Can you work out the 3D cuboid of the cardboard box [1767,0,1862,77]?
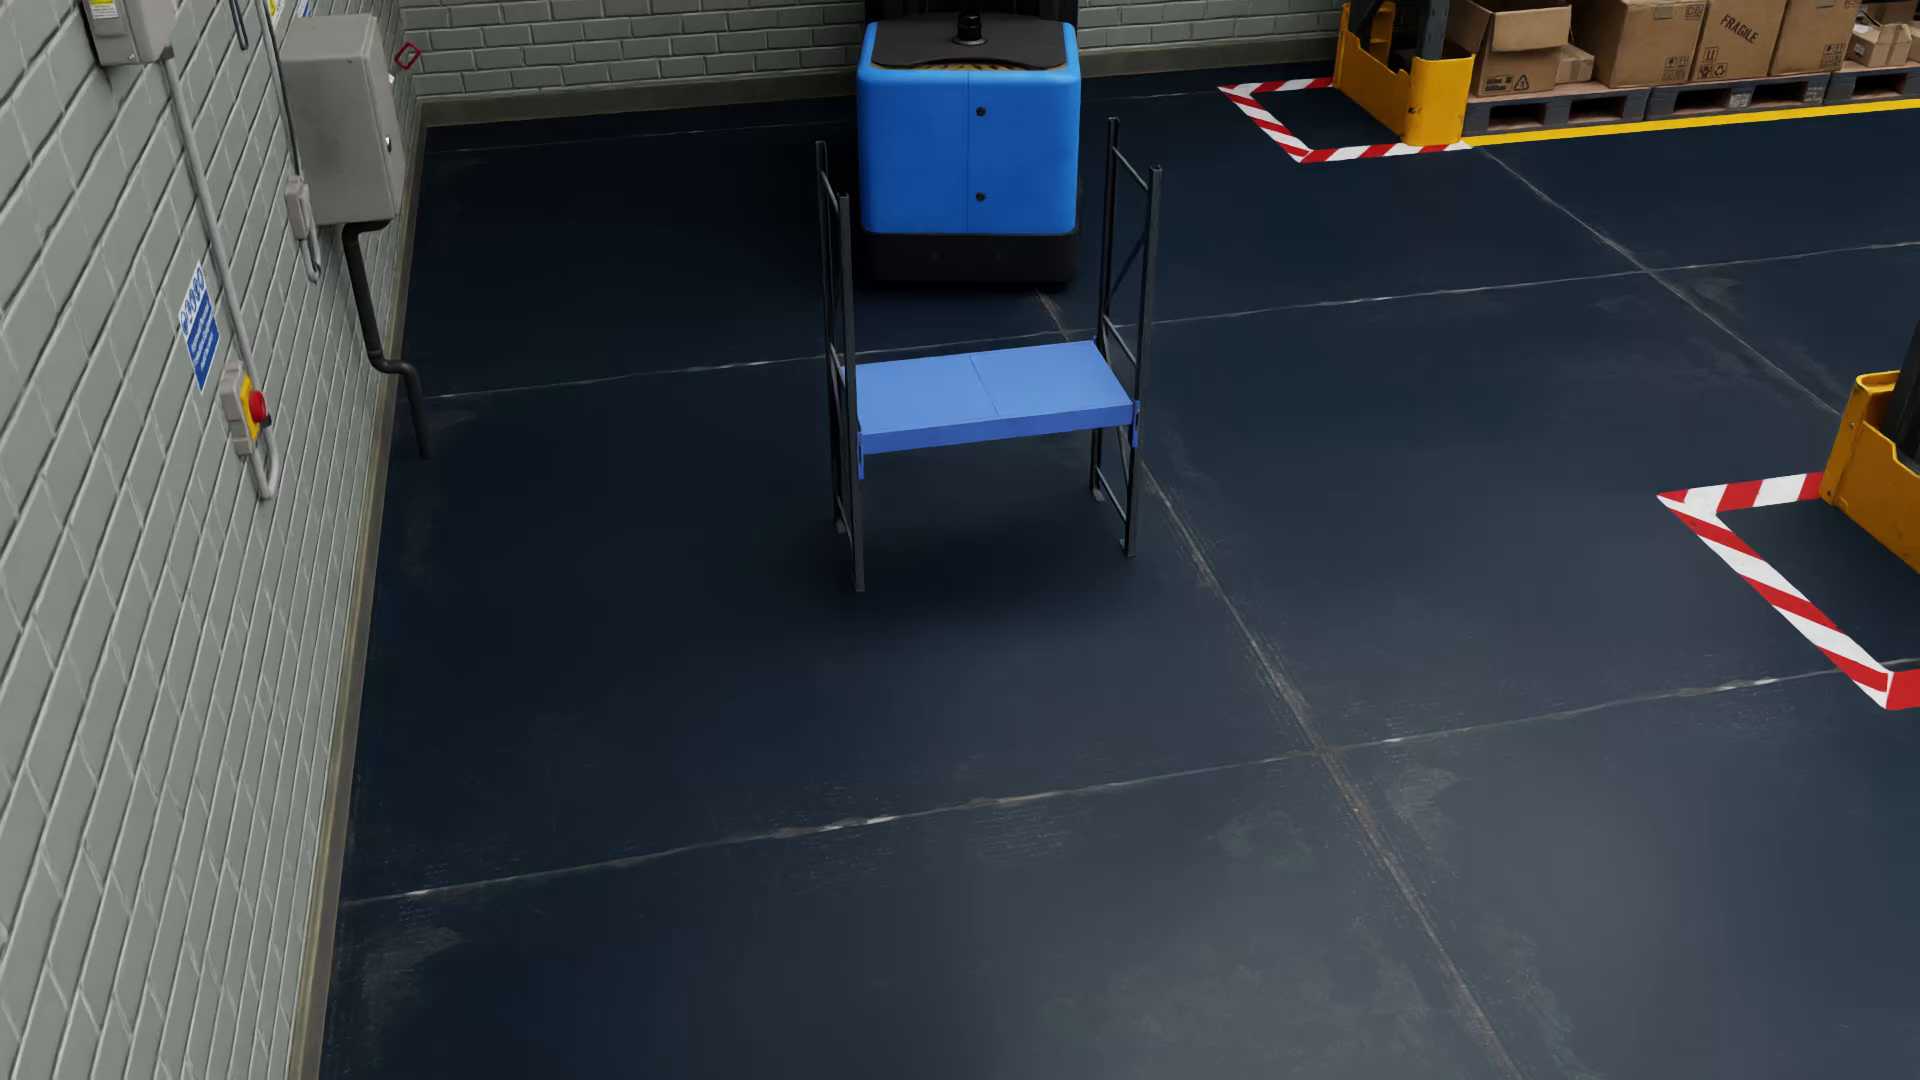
[{"bbox_3d":[5.044,-3.222,10.226,0.500,0.500,0.700,-8,35,-12],"label":"cardboard box"}]

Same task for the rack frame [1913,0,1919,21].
[{"bbox_3d":[6.473,-4.342,10.028,0.127,3.000,1.000,-7,35,-11],"label":"rack frame"}]

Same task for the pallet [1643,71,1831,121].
[{"bbox_3d":[4.611,-2.948,10.454,1.213,0.211,1.003,-7,35,-11],"label":"pallet"}]

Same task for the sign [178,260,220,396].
[{"bbox_3d":[-1.873,-0.526,4.099,0.001,0.218,0.327,-7,35,-11],"label":"sign"}]

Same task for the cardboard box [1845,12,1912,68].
[{"bbox_3d":[5.647,-3.109,10.268,0.258,0.266,0.396,-6,34,-9],"label":"cardboard box"}]

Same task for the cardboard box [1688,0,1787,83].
[{"bbox_3d":[4.570,-3.105,10.052,0.500,0.500,0.500,-7,34,-10],"label":"cardboard box"}]

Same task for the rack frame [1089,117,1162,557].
[{"bbox_3d":[0.579,-0.696,5.941,0.032,1.500,0.500,-7,35,-11],"label":"rack frame"}]

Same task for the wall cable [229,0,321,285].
[{"bbox_3d":[-2.148,-1.638,5.088,0.122,1.984,0.588,-7,35,-11],"label":"wall cable"}]

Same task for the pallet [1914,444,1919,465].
[{"bbox_3d":[4.433,-0.136,6.263,1.213,0.211,1.003,-7,35,-11],"label":"pallet"}]

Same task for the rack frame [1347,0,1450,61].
[{"bbox_3d":[2.572,-3.850,9.296,0.127,3.000,1.000,-7,35,-11],"label":"rack frame"}]

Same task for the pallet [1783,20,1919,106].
[{"bbox_3d":[5.803,-3.100,10.681,1.213,0.211,1.003,-7,35,-11],"label":"pallet"}]

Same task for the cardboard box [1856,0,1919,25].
[{"bbox_3d":[5.777,-3.447,10.731,0.500,0.311,0.500,-6,34,-9],"label":"cardboard box"}]

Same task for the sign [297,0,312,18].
[{"bbox_3d":[-2.456,-1.810,6.341,0.001,0.494,0.329,-7,35,-11],"label":"sign"}]

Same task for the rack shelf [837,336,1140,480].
[{"bbox_3d":[0.083,-0.484,5.948,1.000,0.185,0.538,-7,35,-11],"label":"rack shelf"}]

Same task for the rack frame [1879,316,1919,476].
[{"bbox_3d":[3.671,-1.153,5.276,0.127,3.000,1.000,-7,35,-11],"label":"rack frame"}]

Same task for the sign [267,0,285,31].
[{"bbox_3d":[-2.335,-1.894,5.640,0.001,0.242,0.339,-7,35,-11],"label":"sign"}]

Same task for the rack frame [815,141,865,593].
[{"bbox_3d":[-0.413,-0.571,5.755,0.032,1.500,0.500,-7,35,-11],"label":"rack frame"}]

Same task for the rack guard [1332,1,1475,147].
[{"bbox_3d":[2.646,-2.822,10.006,0.348,0.500,1.175,-7,35,-11],"label":"rack guard"}]

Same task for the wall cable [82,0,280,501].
[{"bbox_3d":[-1.824,-0.882,3.933,0.123,1.953,0.585,-7,35,-11],"label":"wall cable"}]

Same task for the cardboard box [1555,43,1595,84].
[{"bbox_3d":[3.612,-2.896,10.055,0.250,0.149,0.380,-9,35,-12],"label":"cardboard box"}]

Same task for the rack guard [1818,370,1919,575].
[{"bbox_3d":[3.647,-0.112,5.968,0.348,0.500,1.175,-7,35,-11],"label":"rack guard"}]

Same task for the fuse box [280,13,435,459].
[{"bbox_3d":[-2.145,-1.072,6.312,0.414,1.711,0.539,-7,35,-11],"label":"fuse box"}]

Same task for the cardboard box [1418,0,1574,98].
[{"bbox_3d":[3.190,-3.012,9.910,0.637,0.503,0.797,-9,35,-12],"label":"cardboard box"}]

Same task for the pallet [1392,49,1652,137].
[{"bbox_3d":[3.424,-2.800,10.234,1.213,0.211,1.003,-7,35,-11],"label":"pallet"}]

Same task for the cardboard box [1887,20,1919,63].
[{"bbox_3d":[5.995,-3.105,10.366,0.250,0.149,0.380,-8,35,-12],"label":"cardboard box"}]

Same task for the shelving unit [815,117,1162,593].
[{"bbox_3d":[0.083,-0.633,5.848,1.048,1.500,0.538,-7,35,-11],"label":"shelving unit"}]

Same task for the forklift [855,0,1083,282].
[{"bbox_3d":[0.063,-3.240,8.447,1.130,2.935,3.031,1,34,1],"label":"forklift"}]

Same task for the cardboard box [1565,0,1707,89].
[{"bbox_3d":[4.032,-3.094,10.036,0.500,0.500,0.700,-6,34,-9],"label":"cardboard box"}]
